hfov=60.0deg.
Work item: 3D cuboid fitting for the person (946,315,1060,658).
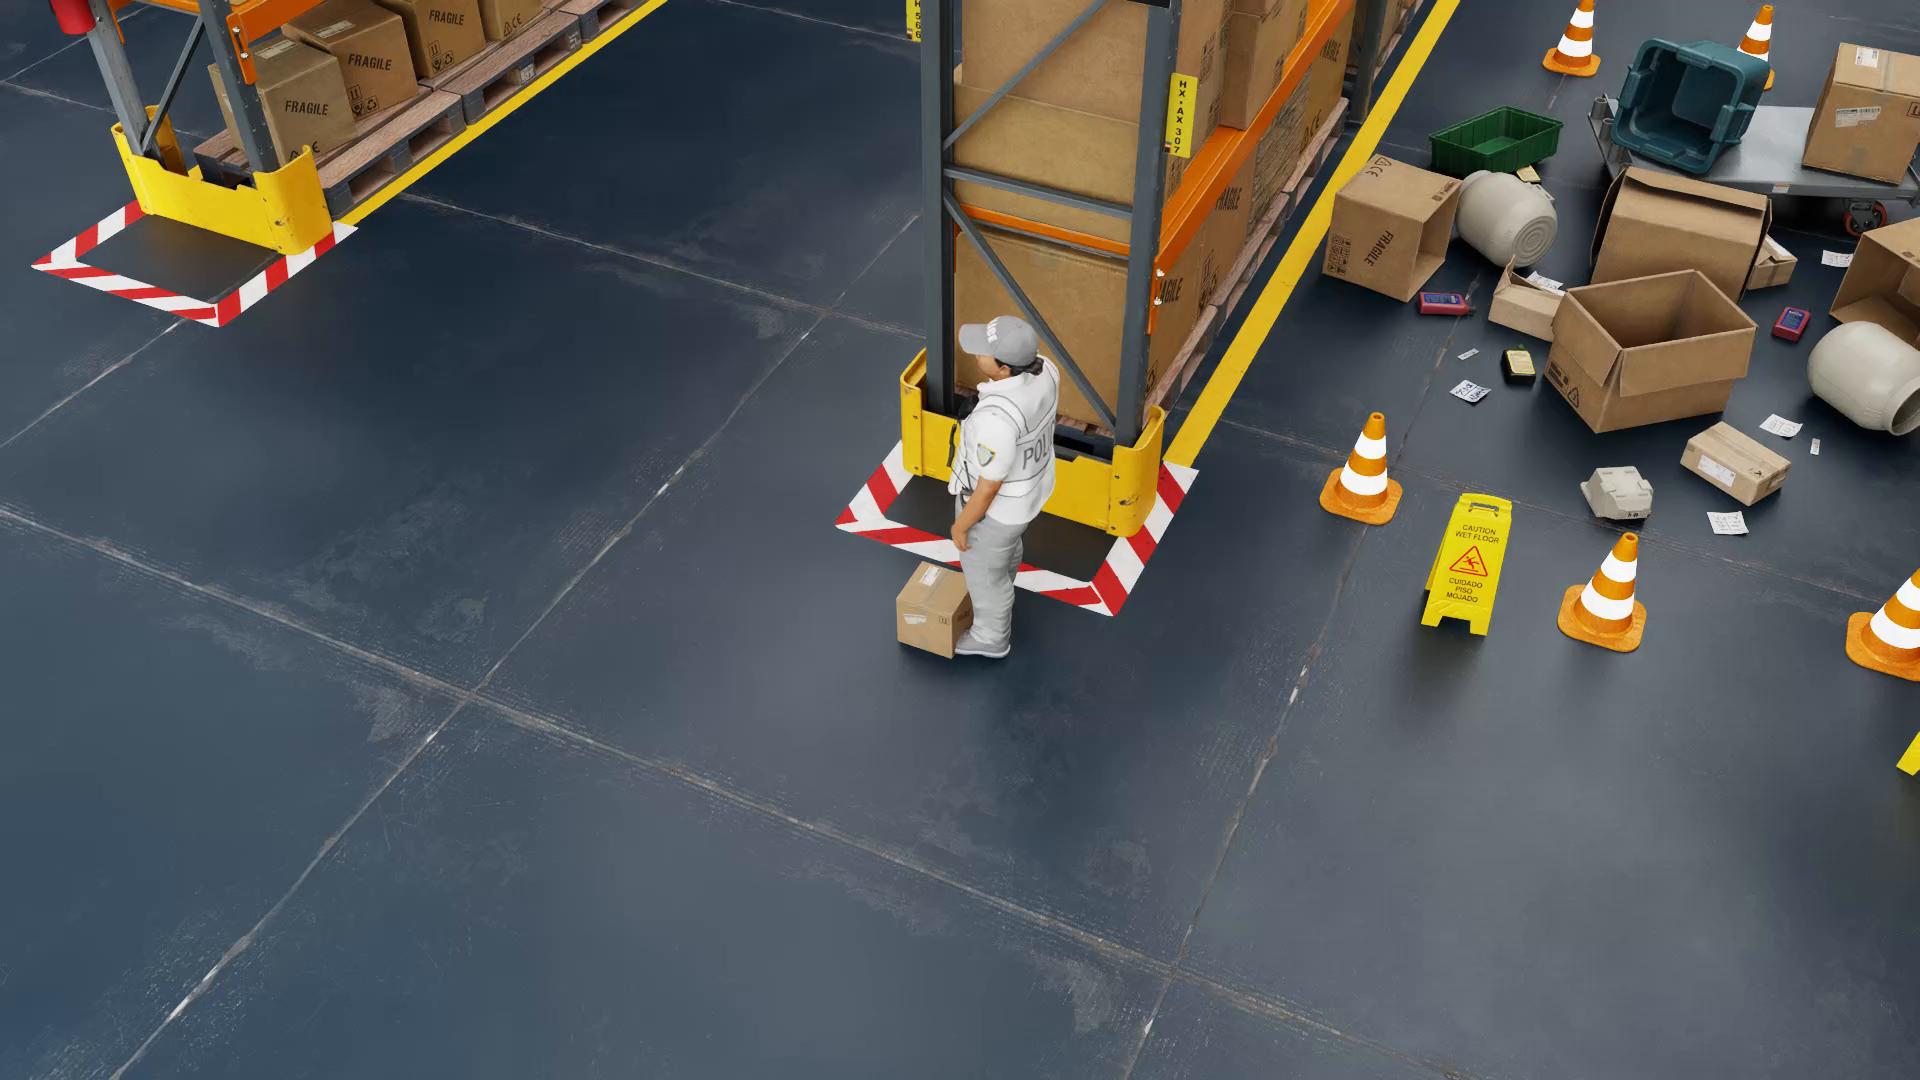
[{"bbox_3d":[0.093,-0.212,6.376,0.529,1.670,0.598,18,45,19],"label":"person"}]
